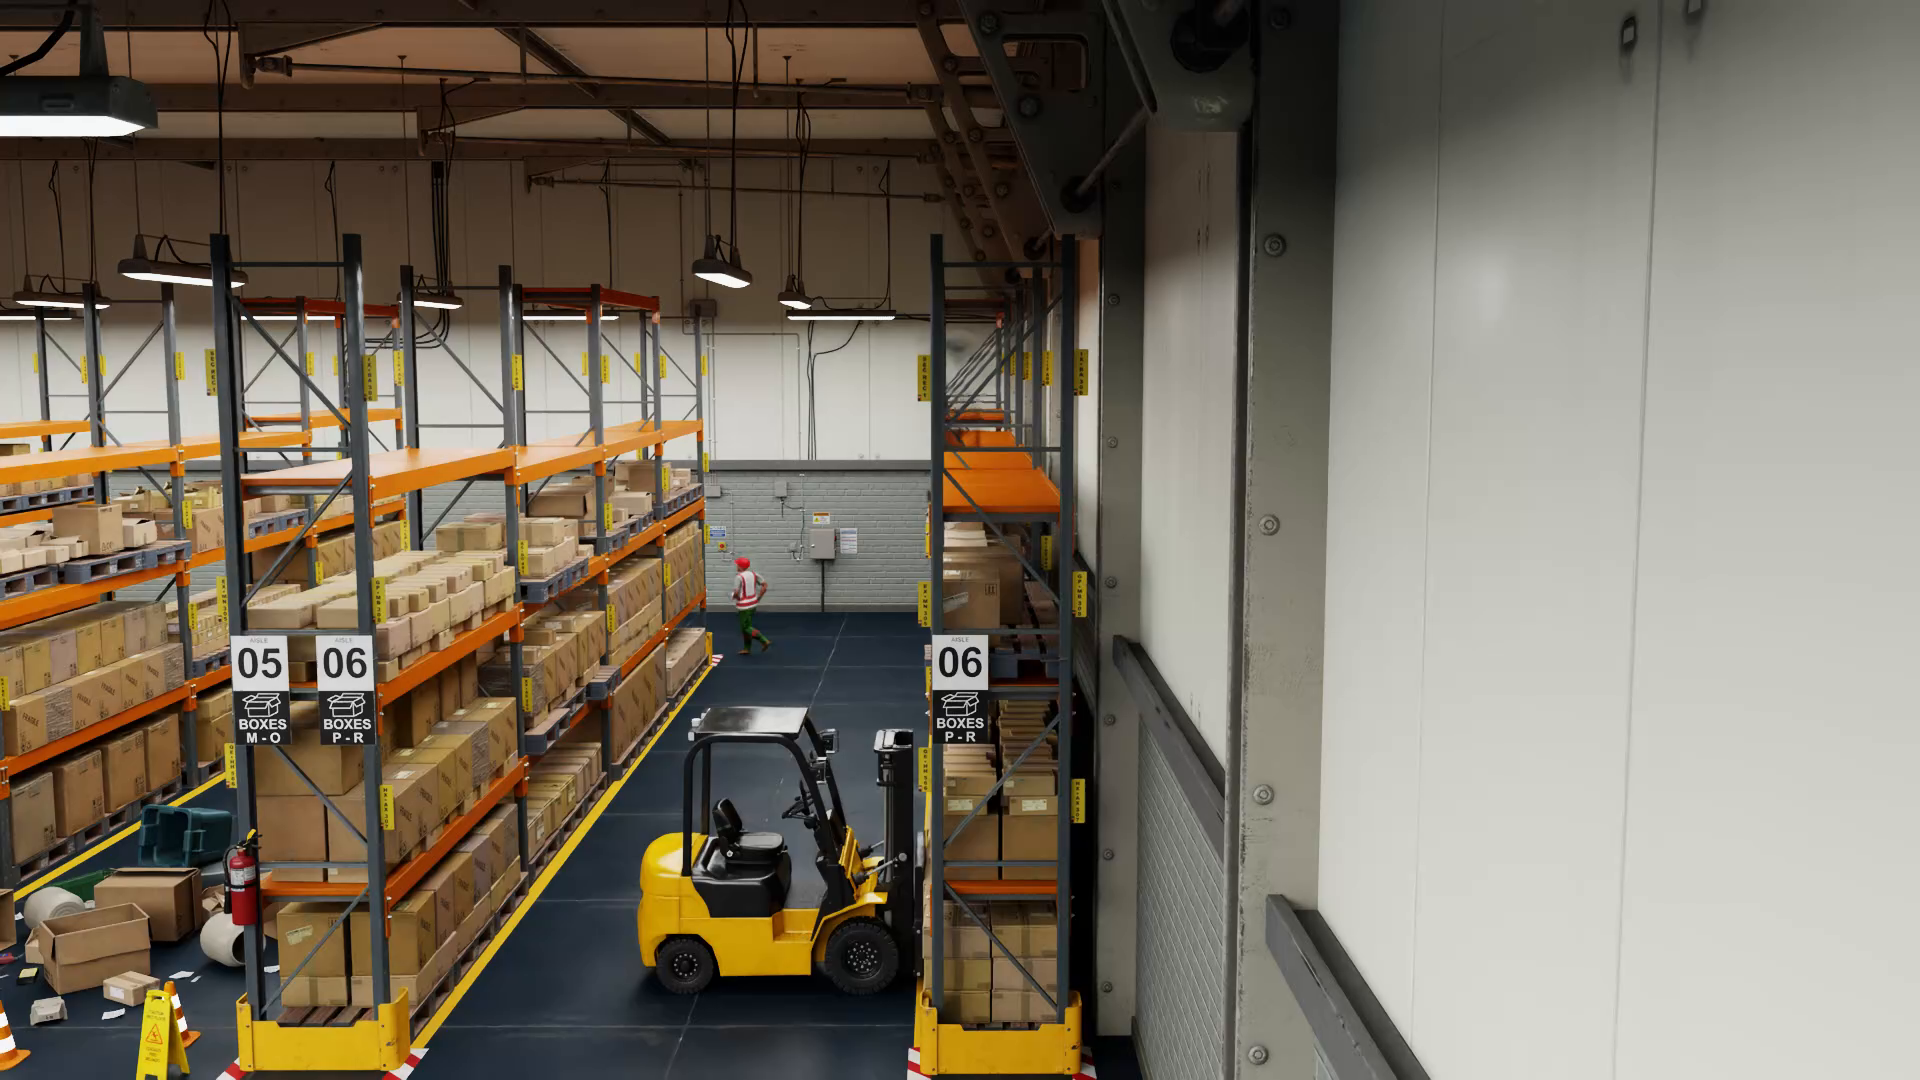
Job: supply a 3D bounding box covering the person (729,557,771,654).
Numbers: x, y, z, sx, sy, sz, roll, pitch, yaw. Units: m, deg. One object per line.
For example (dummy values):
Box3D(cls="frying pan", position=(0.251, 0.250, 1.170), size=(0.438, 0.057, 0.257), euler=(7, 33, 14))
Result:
Box3D(cls="person", position=(-3.625, 1.163, 28.516), size=(0.882, 1.772, 0.698), euler=(5, 8, 36))
